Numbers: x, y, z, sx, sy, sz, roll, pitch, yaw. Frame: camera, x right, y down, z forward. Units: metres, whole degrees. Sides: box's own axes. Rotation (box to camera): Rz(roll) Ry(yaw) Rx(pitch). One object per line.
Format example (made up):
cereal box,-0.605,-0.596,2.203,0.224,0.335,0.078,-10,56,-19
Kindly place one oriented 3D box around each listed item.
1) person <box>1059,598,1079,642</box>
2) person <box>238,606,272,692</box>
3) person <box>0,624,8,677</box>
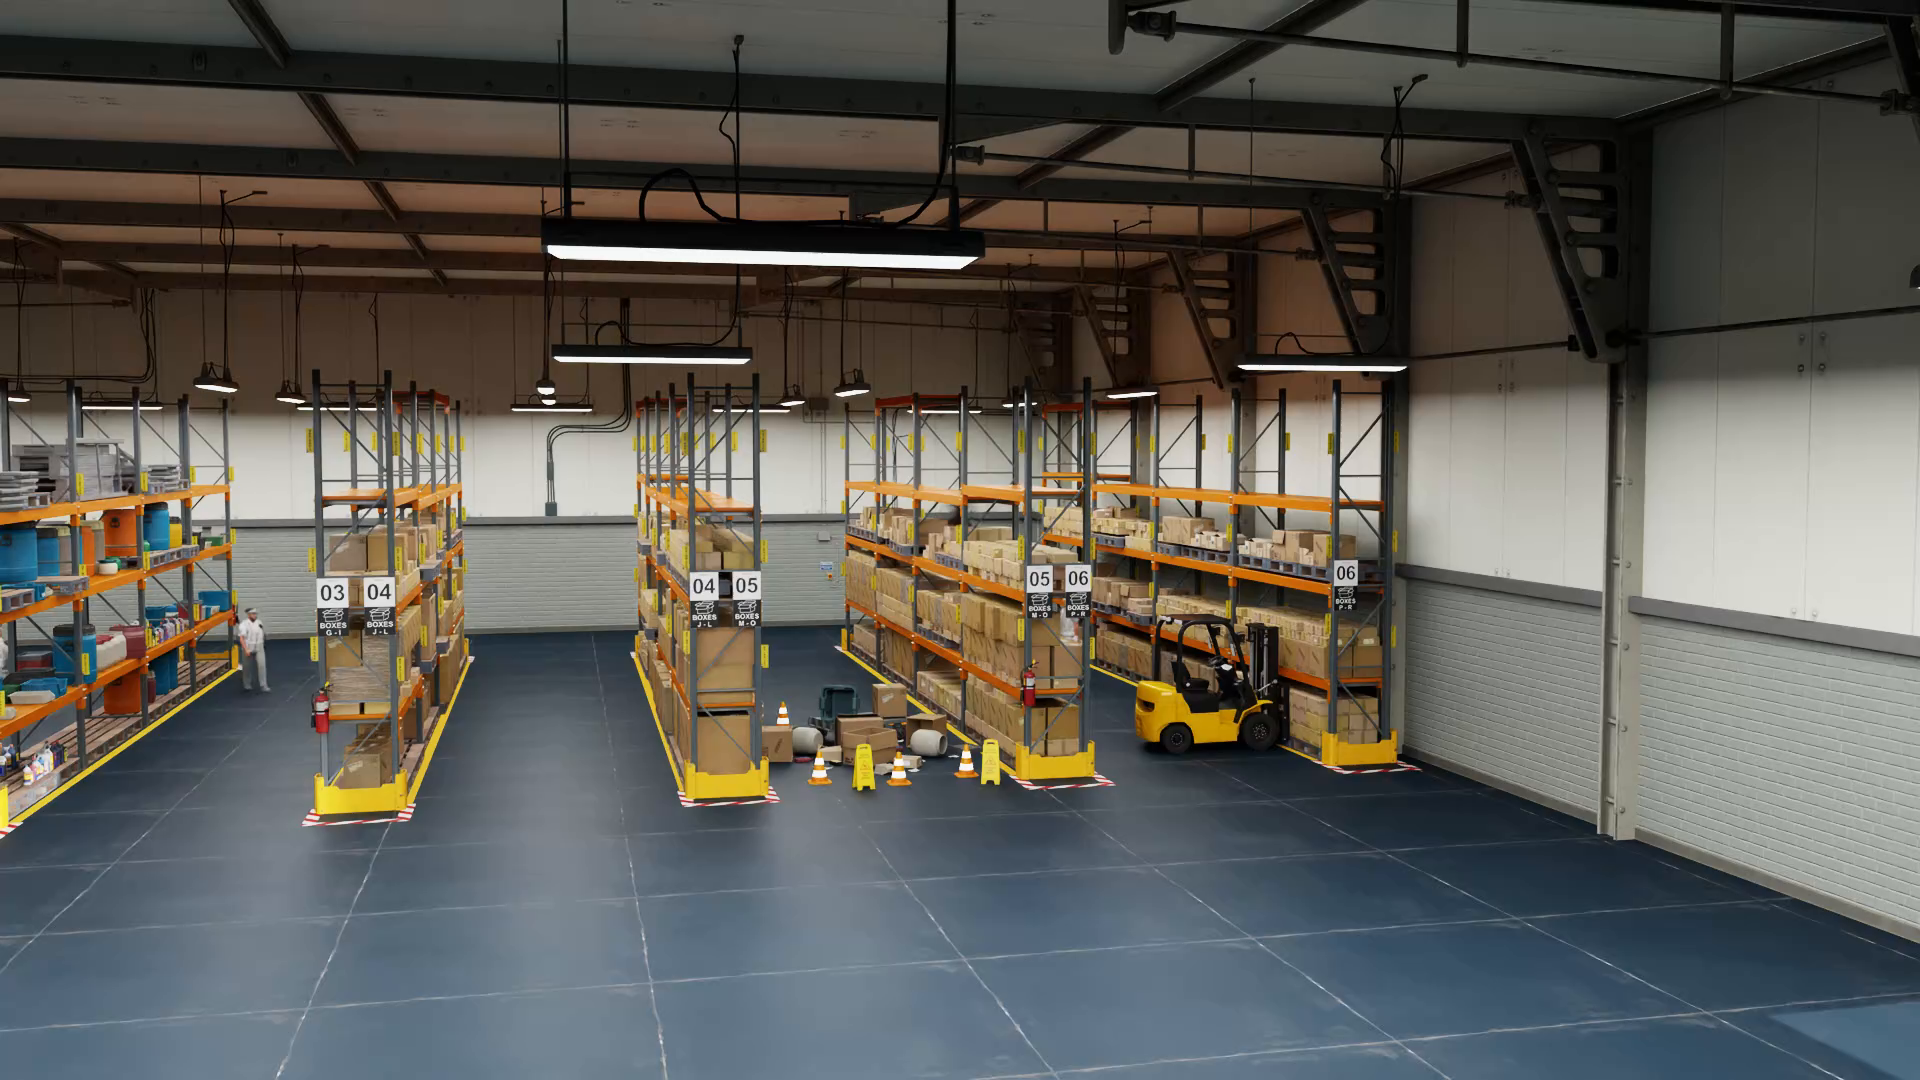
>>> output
person,2.215,2.066,35.471,0.626,1.779,0.604,-1,3,-16
person,-14.253,2.187,33.501,0.531,1.705,1.048,-2,4,-34
person,-17.706,2.387,30.727,0.500,1.689,0.488,-1,3,-18
